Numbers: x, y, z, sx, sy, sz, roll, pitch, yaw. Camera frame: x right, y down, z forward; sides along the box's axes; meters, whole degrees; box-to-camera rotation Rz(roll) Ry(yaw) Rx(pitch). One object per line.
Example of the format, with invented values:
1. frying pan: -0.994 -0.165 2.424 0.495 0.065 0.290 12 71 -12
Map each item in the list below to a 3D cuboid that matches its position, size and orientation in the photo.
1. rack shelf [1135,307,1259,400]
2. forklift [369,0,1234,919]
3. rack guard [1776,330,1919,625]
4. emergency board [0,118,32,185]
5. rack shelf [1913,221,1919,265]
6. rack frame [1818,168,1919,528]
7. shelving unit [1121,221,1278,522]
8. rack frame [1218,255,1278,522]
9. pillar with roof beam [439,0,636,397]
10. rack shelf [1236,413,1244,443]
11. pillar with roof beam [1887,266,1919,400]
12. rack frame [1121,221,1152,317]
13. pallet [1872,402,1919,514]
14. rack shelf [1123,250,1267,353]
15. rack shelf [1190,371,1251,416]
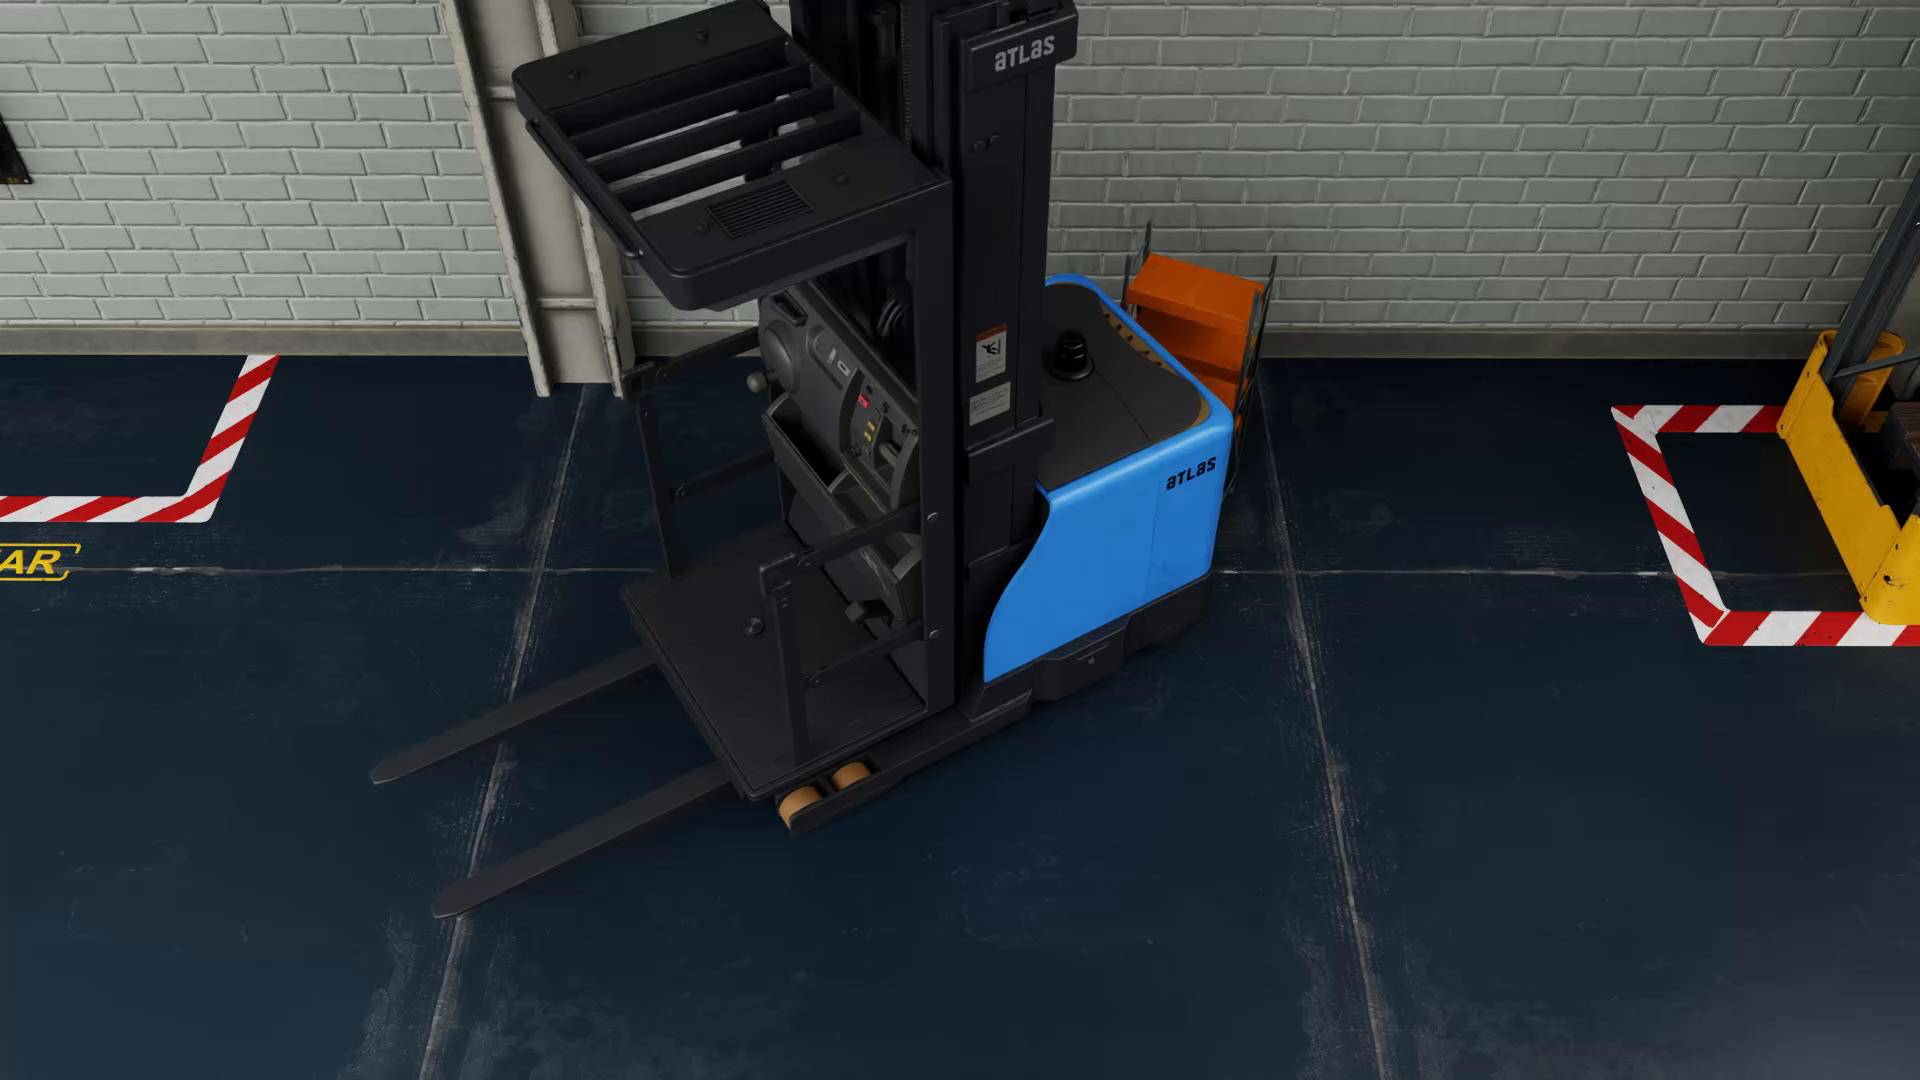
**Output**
1. rack shelf: 0.881 -0.736 6.398 0.480 0.148 0.258 19 50 16
2. forklift: -0.565 -0.426 5.144 3.031 2.935 1.130 -24 52 -21
3. rack guard: 3.705 -0.269 6.659 0.348 0.500 1.175 0 47 0
4. emergency board: -4.138 -1.804 6.380 0.643 1.169 0.194 0 47 0
5. rack shelf: 5.629 -0.871 6.003 4.000 0.370 1.077 0 47 0
6. rack frame: 3.629 -1.121 5.745 0.127 3.000 1.000 0 47 0
7. shelving unit: 0.879 -0.629 6.512 0.503 1.200 0.258 19 50 16
8. rack frame: 1.101 -0.554 6.445 0.015 1.200 0.240 19 50 16
9. pillar with roof beam: -1.683 -0.662 1.218 0.400 9.000 9.100 0 47 0
10. rack shelf: 0.876 -0.448 6.707 0.480 0.148 0.258 19 50 16
11. pillar with roof beam: 4.317 -0.645 1.203 0.400 9.000 9.100 0 47 0
12. rack frame: 0.657 -0.705 6.579 0.015 1.200 0.240 19 50 16
13. pallet: 4.518 -0.143 6.739 1.213 0.211 1.003 0 47 0
14. rack shelf: 0.883 -0.897 6.224 0.480 0.148 0.258 19 50 16
15. rack shelf: 0.878 -0.583 6.561 0.480 0.148 0.258 19 50 16
